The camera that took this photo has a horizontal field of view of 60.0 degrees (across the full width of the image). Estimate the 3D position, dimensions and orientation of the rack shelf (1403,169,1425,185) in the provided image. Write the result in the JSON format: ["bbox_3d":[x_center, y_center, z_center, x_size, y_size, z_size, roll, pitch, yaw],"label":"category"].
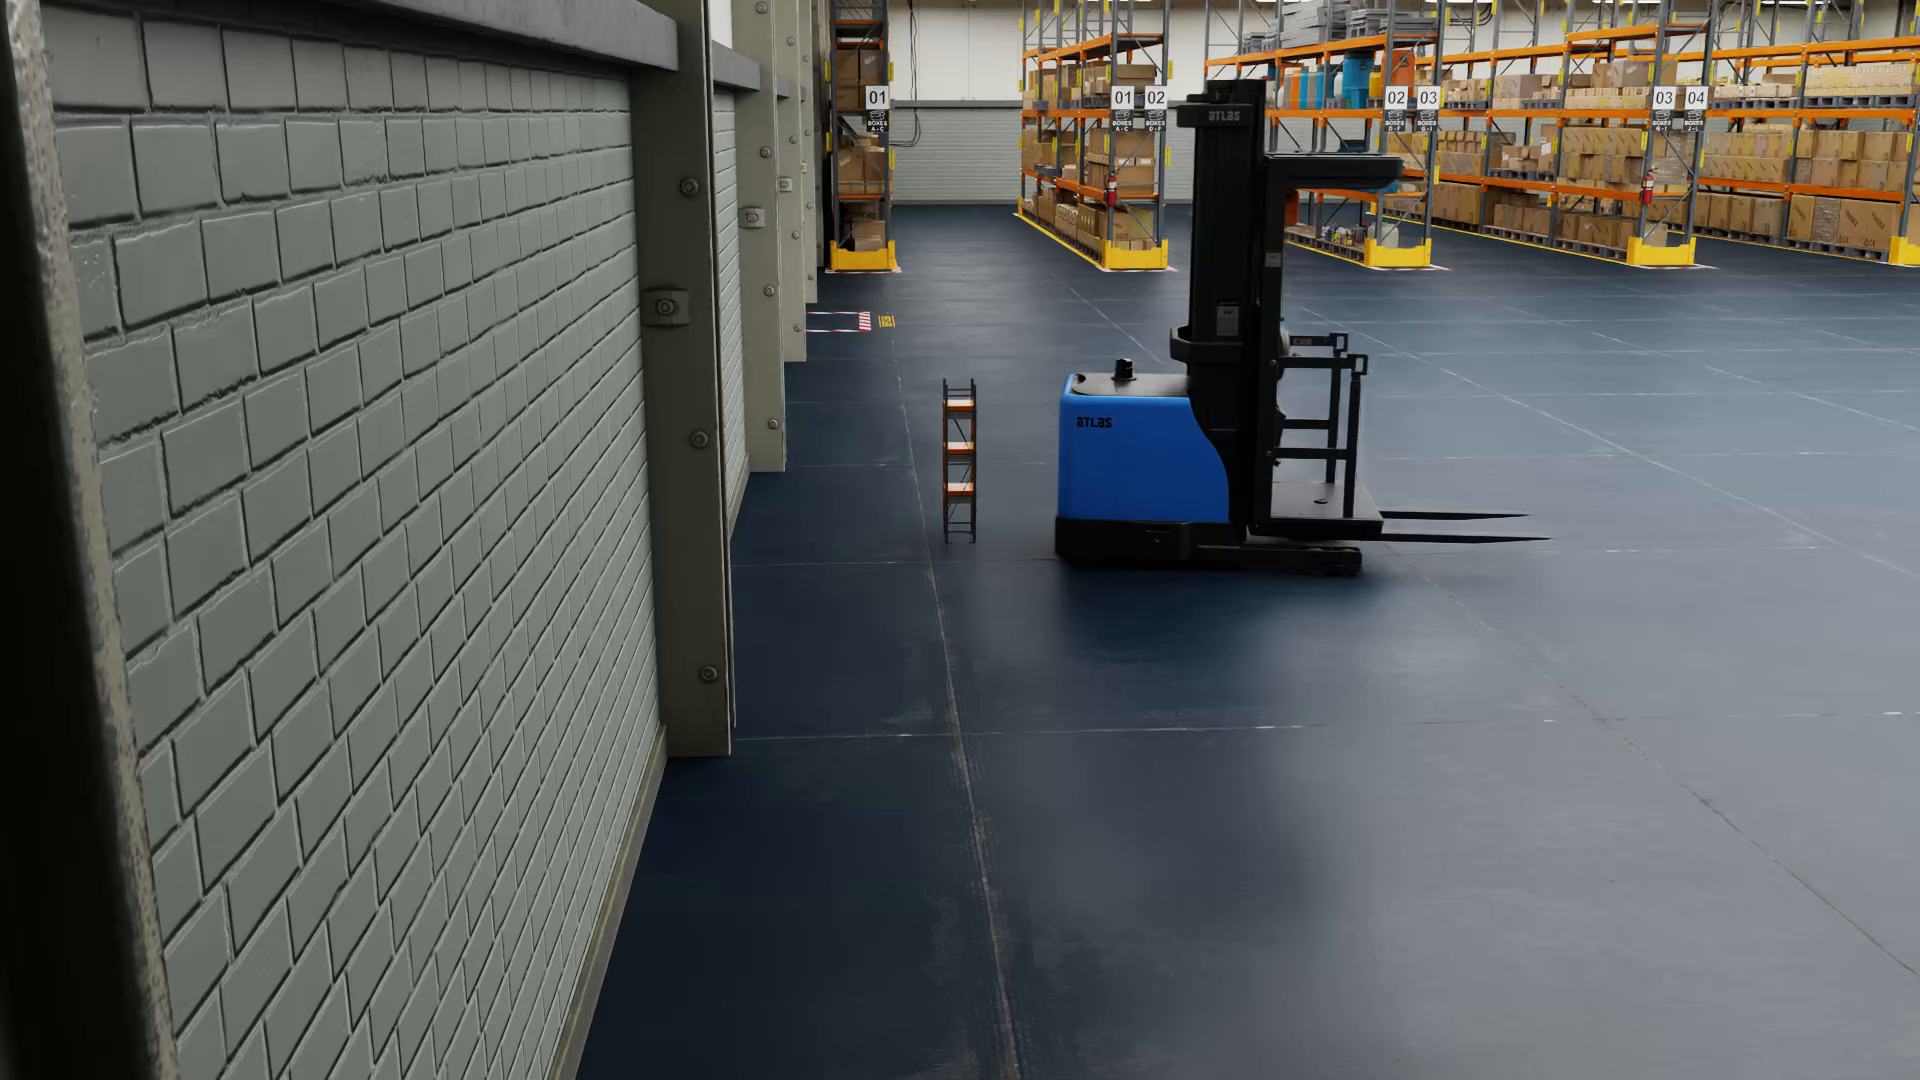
[{"bbox_3d":[12.202,-9.720,44.229,1.077,0.370,4.000,-1,14,-3],"label":"rack shelf"}]

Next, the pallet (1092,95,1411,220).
[{"bbox_3d":[7.682,-8.520,37.998,10.962,3.061,13.263,-1,14,-3],"label":"pallet"}]

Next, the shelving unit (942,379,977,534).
[{"bbox_3d":[-0.003,-0.522,10.948,0.215,1.050,0.249,-1,14,-3],"label":"shelving unit"}]

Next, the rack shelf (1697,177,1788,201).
[{"bbox_3d":[17.654,-7.782,36.696,1.077,0.370,4.000,-1,14,-3],"label":"rack shelf"}]

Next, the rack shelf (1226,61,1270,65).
[{"bbox_3d":[7.259,-12.425,43.216,0.831,0.071,3.687,-1,14,-3],"label":"rack shelf"}]

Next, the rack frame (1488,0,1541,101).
[{"bbox_3d":[12.574,-11.482,37.592,1.000,3.000,0.127,-1,14,-3],"label":"rack frame"}]

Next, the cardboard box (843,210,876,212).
[{"bbox_3d":[-2.145,-6.793,35.541,0.700,0.500,0.500,-1,14,-3],"label":"cardboard box"}]

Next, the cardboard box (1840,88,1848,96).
[{"bbox_3d":[17.542,-8.803,32.663,0.380,0.149,0.250,-1,14,-3],"label":"cardboard box"}]

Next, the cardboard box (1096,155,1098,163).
[{"bbox_3d":[2.841,-7.402,32.272,0.380,0.149,0.250,-1,14,-5],"label":"cardboard box"}]

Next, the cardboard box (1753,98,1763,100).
[{"bbox_3d":[21.807,-12.028,45.194,0.380,0.149,0.250,0,14,-1],"label":"cardboard box"}]

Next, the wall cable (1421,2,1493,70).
[{"bbox_3d":[15.168,-16.489,50.596,2.277,5.999,0.120,-1,14,-3],"label":"wall cable"}]

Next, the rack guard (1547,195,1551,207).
[{"bbox_3d":[17.040,-9.388,46.510,1.175,0.500,0.348,-1,14,-3],"label":"rack guard"}]

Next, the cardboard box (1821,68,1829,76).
[{"bbox_3d":[17.494,-9.380,33.303,0.380,0.149,0.250,-1,14,-4],"label":"cardboard box"}]

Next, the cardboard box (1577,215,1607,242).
[{"bbox_3d":[12.850,-6.332,33.790,0.500,0.500,0.500,4,15,14],"label":"cardboard box"}]

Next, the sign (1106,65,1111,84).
[{"bbox_3d":[2.640,-8.273,29.523,0.100,0.325,0.005,-1,14,-3],"label":"sign"}]

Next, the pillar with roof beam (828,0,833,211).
[{"bbox_3d":[0.513,-13.967,47.249,9.100,9.000,0.400,-1,14,-3],"label":"pillar with roof beam"}]

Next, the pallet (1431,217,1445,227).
[{"bbox_3d":[12.449,-8.030,41.812,1.003,0.211,1.213,-1,14,-3],"label":"pallet"}]

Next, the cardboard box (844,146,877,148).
[{"bbox_3d":[-2.157,-8.353,36.388,0.700,0.500,0.500,-2,15,-9],"label":"cardboard box"}]

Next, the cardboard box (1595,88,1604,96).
[{"bbox_3d":[12.652,-8.745,32.478,0.380,0.149,0.250,-1,14,-5],"label":"cardboard box"}]

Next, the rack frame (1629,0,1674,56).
[{"bbox_3d":[17.283,-12.528,41.658,1.000,3.000,0.127,-1,14,-3],"label":"rack frame"}]

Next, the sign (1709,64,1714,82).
[{"bbox_3d":[13.611,-8.471,30.157,0.100,0.325,0.005,-1,14,-3],"label":"sign"}]

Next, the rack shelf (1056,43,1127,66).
[{"bbox_3d":[2.810,-10.290,35.208,1.077,0.370,4.000,-1,14,-3],"label":"rack shelf"}]

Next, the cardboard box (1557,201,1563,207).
[{"bbox_3d":[16.748,-9.305,46.050,0.380,0.149,0.250,-1,14,-2],"label":"cardboard box"}]

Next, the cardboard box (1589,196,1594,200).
[{"bbox_3d":[16.876,-9.074,43.959,0.380,0.149,0.250,-2,15,-6],"label":"cardboard box"}]

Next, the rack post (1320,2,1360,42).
[{"bbox_3d":[7.659,-10.996,35.301,0.935,0.934,2.738,-1,14,-3],"label":"rack post"}]

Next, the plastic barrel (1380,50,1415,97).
[{"bbox_3d":[7.969,-8.493,30.292,0.600,0.830,0.708,-1,14,-3],"label":"plastic barrel"}]

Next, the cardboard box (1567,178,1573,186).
[{"bbox_3d":[12.580,-7.278,33.796,0.380,0.149,0.250,-1,14,-3],"label":"cardboard box"}]

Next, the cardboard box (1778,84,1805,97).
[{"bbox_3d":[17.575,-9.438,34.926,0.500,0.250,0.500,-1,14,-3],"label":"cardboard box"}]

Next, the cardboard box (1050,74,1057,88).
[{"bbox_3d":[2.482,-10.714,39.384,0.600,0.600,0.600,-1,15,-6],"label":"cardboard box"}]

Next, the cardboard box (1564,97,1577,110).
[{"bbox_3d":[12.594,-8.846,33.668,0.500,0.250,0.500,-1,15,-6],"label":"cardboard box"}]

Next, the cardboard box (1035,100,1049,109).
[{"bbox_3d":[2.143,-10.916,41.714,0.500,0.250,0.500,-1,14,-3],"label":"cardboard box"}]

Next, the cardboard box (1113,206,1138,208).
[{"bbox_3d":[3.235,-6.304,32.677,0.500,0.500,0.500,-1,14,-3],"label":"cardboard box"}]

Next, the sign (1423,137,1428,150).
[{"bbox_3d":[11.772,-10.020,42.053,0.100,0.325,0.005,-1,14,-3],"label":"sign"}]

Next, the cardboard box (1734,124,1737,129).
[{"bbox_3d":[21.715,-11.473,46.089,0.380,0.149,0.250,-1,14,-2],"label":"cardboard box"}]

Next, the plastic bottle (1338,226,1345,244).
[{"bbox_3d":[7.564,-6.029,32.873,0.144,0.351,0.185,0,14,-1],"label":"plastic bottle"}]

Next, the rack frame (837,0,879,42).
[{"bbox_3d":[-2.258,-11.252,36.700,1.000,3.000,0.127,-1,14,-3],"label":"rack frame"}]

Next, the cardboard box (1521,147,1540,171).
[{"bbox_3d":[12.622,-8.265,36.078,0.797,0.503,0.637,1,14,2],"label":"cardboard box"}]

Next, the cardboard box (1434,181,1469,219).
[{"bbox_3d":[12.442,-8.365,40.937,1.225,0.875,0.875,-1,14,-5],"label":"cardboard box"}]

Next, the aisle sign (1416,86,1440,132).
[{"bbox_3d":[8.423,-7.756,29.934,0.394,0.787,0.004,-1,14,-3],"label":"aisle sign"}]

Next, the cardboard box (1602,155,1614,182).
[{"bbox_3d":[12.924,-7.164,32.053,0.875,0.500,0.500,-1,14,-3],"label":"cardboard box"}]

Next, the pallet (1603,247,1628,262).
[{"bbox_3d":[13.050,-5.458,31.815,1.003,0.211,1.213,-1,14,-3],"label":"pallet"}]

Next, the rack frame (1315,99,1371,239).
[{"bbox_3d":[7.878,-7.505,34.176,1.000,3.000,0.127,-1,14,-3],"label":"rack frame"}]

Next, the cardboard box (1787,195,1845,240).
[{"bbox_3d":[17.747,-6.650,34.273,0.875,0.875,0.875,-1,14,-3],"label":"cardboard box"}]

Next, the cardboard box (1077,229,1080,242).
[{"bbox_3d":[2.660,-6.181,33.706,0.500,0.250,0.500,-1,14,-3],"label":"cardboard box"}]

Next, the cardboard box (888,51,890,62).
[{"bbox_3d":[-1.524,-8.578,30.077,0.500,0.500,0.500,-1,14,-4],"label":"cardboard box"}]

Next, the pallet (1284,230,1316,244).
[{"bbox_3d":[7.712,-6.654,36.462,1.003,0.211,1.213,-1,14,-3],"label":"pallet"}]

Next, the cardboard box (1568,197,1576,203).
[{"bbox_3d":[16.783,-9.256,45.262,0.380,0.149,0.250,0,14,-2],"label":"cardboard box"}]

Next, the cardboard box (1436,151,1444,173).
[{"bbox_3d":[12.137,-9.376,41.248,0.500,0.500,0.500,-1,14,-3],"label":"cardboard box"}]

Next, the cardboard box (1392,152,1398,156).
[{"bbox_3d":[11.905,-10.260,44.586,0.500,0.250,0.500,-1,14,-5],"label":"cardboard box"}]

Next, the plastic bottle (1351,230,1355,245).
[{"bbox_3d":[7.693,-5.923,32.594,0.061,0.283,0.133,-1,14,-3],"label":"plastic bottle"}]

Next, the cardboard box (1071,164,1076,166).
[{"bbox_3d":[2.665,-8.290,37.406,0.500,0.311,0.500,0,14,0],"label":"cardboard box"}]

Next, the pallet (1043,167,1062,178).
[{"bbox_3d":[2.574,-8.499,38.424,1.213,0.211,1.003,-1,14,-3],"label":"pallet"}]

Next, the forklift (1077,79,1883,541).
[{"bbox_3d":[14.688,-6.810,31.164,23.390,3.159,46.598,2,15,6],"label":"forklift"}]

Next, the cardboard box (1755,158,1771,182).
[{"bbox_3d":[17.448,-7.933,35.637,0.500,0.500,0.500,-1,14,-4],"label":"cardboard box"}]
